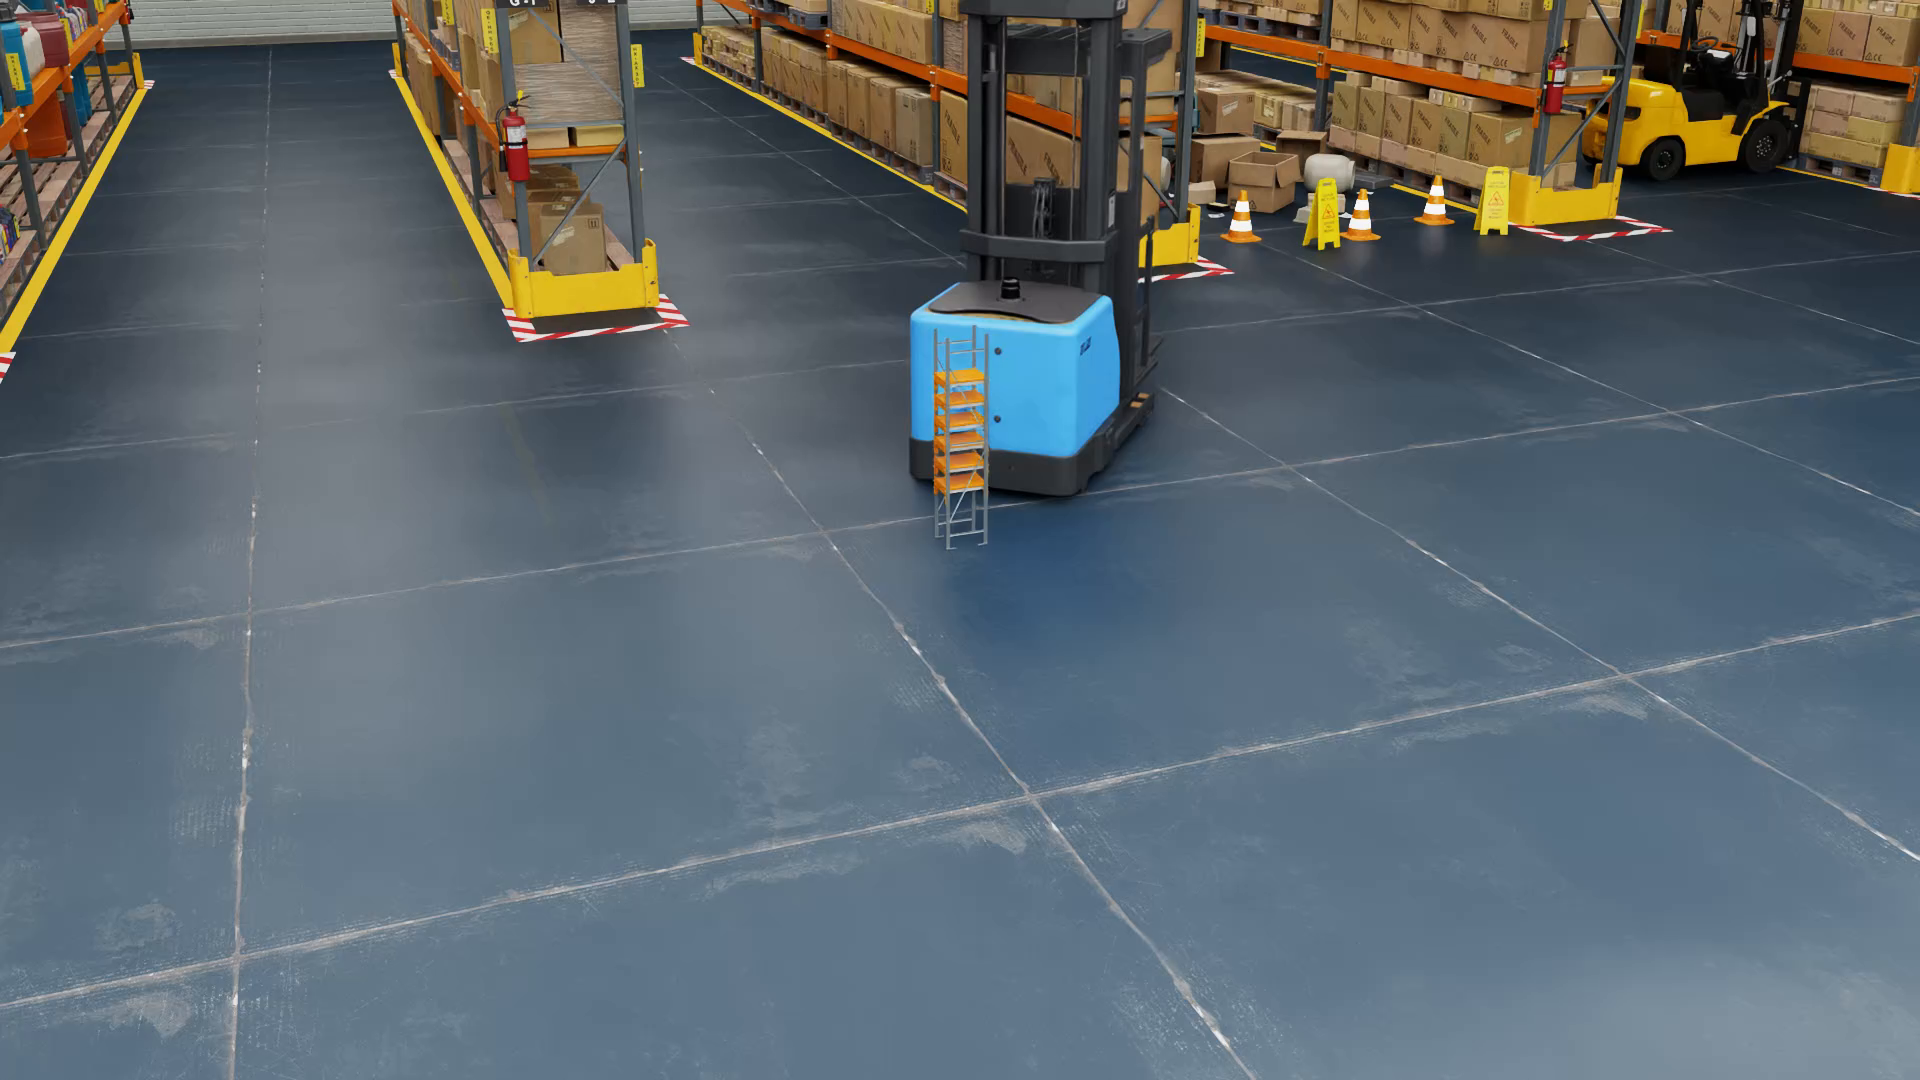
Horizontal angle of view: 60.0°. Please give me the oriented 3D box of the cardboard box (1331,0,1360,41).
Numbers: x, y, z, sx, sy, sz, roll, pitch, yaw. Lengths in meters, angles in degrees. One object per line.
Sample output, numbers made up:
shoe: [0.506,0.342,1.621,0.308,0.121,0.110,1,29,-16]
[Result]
cardboard box: [4.675,-6.090,19.326,0.500,0.500,0.500,-8,24,-19]

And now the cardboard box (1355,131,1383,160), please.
cardboard box: [4.935,-4.588,19.272,0.500,0.250,0.500,-7,24,-16]

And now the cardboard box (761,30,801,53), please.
cardboard box: [-2.627,-7.378,24.606,0.500,0.250,0.500,-9,25,-21]

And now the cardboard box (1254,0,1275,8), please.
cardboard box: [4.050,-6.986,20.912,0.500,0.500,0.500,-7,24,-17]

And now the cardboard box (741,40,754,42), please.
cardboard box: [-3.251,-7.825,26.318,0.380,0.149,0.250,-8,24,-17]

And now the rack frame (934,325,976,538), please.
rack frame: [-0.027,-0.581,9.083,0.240,1.200,0.006,-8,24,-19]

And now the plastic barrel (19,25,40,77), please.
plastic barrel: [-9.825,-5.073,17.281,0.421,0.512,0.421,0,23,0]

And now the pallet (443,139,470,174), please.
pallet: [-5.629,-4.630,19.963,1.003,0.211,1.213,-8,24,-19]

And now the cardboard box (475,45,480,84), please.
cardboard box: [-3.975,-4.402,15.321,0.875,0.500,0.500,-8,24,-19]

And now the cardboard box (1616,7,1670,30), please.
cardboard box: [9.000,-6.866,21.870,0.500,0.250,0.500,-8,24,-18]

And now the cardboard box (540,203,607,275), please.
cardboard box: [-3.282,-2.563,14.146,0.500,0.500,0.500,-4,23,-9]

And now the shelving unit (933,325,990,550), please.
shelving unit: [0.005,-0.548,9.004,0.258,1.200,0.189,-8,24,-19]

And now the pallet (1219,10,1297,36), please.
pallet: [4.105,-6.756,21.665,1.003,0.211,1.213,-8,24,-19]

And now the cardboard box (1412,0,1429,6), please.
cardboard box: [5.314,-6.008,17.843,0.700,0.500,0.500,-9,24,-19]

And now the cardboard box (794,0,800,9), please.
cardboard box: [-2.009,-7.220,22.302,0.380,0.149,0.250,-8,24,-18]

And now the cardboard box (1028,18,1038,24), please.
cardboard box: [1.152,-5.052,15.791,0.875,0.550,0.550,-8,24,-19]

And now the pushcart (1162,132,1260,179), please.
pushcart: [2.665,-4.566,19.597,1.648,0.377,0.936,-18,29,-37]

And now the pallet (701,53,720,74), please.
pallet: [-3.773,-8.137,28.284,1.003,0.211,1.213,-8,24,-19]

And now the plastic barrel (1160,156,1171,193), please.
plastic barrel: [2.021,-4.000,18.196,0.512,0.421,0.421,8,24,18]

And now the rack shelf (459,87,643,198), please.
rack shelf: [-3.784,-3.687,15.062,1.077,0.370,4.000,-8,24,-19]

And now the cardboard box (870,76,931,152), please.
cardboard box: [-0.455,-5.110,19.868,1.050,0.750,0.750,-8,24,-19]

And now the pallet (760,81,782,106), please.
pallet: [-2.364,-6.728,24.942,1.003,0.211,1.213,-8,24,-19]

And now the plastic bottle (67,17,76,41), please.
plastic bottle: [-10.948,-6.293,20.469,0.061,0.283,0.133,-8,24,-19]

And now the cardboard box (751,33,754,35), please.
cardboard box: [-3.216,-8.266,27.364,0.380,0.149,0.250,-9,25,-21]

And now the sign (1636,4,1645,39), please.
sign: [6.701,-5.125,16.433,0.100,0.325,0.005,-8,24,-19]

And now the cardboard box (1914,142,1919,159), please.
cardboard box: [10.845,-4.466,18.983,0.500,0.250,0.500,-8,24,-19]

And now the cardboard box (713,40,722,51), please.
cardboard box: [-3.907,-8.249,27.705,0.380,0.149,0.250,-8,24,-17]

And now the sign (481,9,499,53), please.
sign: [-3.604,-3.902,12.749,0.100,0.325,0.005,-8,24,-19]

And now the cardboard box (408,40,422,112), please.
cardboard box: [-6.755,-6.312,22.559,1.225,0.875,0.875,-9,25,-21]

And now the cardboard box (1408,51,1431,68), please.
cardboard box: [5.150,-5.277,18.232,0.380,0.149,0.250,-8,24,-19]

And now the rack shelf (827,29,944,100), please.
rack shelf: [-0.521,-5.784,20.038,1.077,0.370,4.000,-8,24,-19]

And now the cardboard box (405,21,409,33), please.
cardboard box: [-8.429,-8.098,26.797,0.875,0.875,0.875,-8,24,-19]

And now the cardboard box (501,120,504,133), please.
cardboard box: [-3.669,-3.519,14.061,0.380,0.149,0.250,-8,24,-19]

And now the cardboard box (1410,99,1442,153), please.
cardboard box: [5.307,-4.553,18.223,0.500,0.500,0.500,-9,24,-20]

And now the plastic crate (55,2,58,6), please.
plastic crate: [-12.847,-7.470,23.374,0.293,0.136,0.466,-8,24,-19]

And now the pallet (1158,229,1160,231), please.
pallet: [1.243,-2.931,15.931,1.003,0.211,1.213,-8,24,-19]

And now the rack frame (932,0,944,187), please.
rack frame: [0.185,-5.389,18.174,1.000,3.000,0.127,-8,24,-19]

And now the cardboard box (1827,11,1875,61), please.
cardboard box: [10.242,-5.713,18.813,0.500,0.500,0.500,-8,24,-17]

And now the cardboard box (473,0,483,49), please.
cardboard box: [-3.859,-4.465,14.182,0.500,0.500,0.500,-8,24,-19]

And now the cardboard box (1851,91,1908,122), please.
cardboard box: [10.381,-4.846,18.597,0.500,0.250,0.500,-8,24,-17]

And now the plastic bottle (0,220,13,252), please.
plastic bottle: [-8.463,-2.699,14.723,0.061,0.283,0.133,-7,24,-15]

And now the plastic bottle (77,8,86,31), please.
plastic bottle: [-11.384,-6.742,21.535,0.061,0.283,0.133,-8,24,-19]

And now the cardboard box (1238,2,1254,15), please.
cardboard box: [3.834,-6.899,21.539,0.380,0.149,0.250,-8,24,-17]

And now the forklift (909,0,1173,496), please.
forklift: [0.674,-2.149,10.576,1.130,2.935,3.031,8,24,18]

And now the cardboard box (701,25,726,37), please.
cardboard box: [-4.187,-8.666,28.314,0.380,0.149,0.250,-10,25,-21]

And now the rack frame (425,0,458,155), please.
rack frame: [-5.904,-6.199,20.095,1.000,3.000,0.127,-8,24,-19]

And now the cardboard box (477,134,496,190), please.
cardboard box: [-4.687,-4.022,17.583,0.700,0.500,0.500,-10,25,-23]

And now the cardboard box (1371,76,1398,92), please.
cardboard box: [4.908,-5.184,18.887,0.380,0.149,0.250,-7,24,-17]

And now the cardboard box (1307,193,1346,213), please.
cardboard box: [3.841,-3.537,17.450,0.380,0.149,0.250,4,23,9]

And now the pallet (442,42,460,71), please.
pallet: [-5.166,-5.397,18.439,1.003,0.211,1.213,-8,24,-19]

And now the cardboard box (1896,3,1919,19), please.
cardboard box: [10.451,-5.767,18.106,0.380,0.149,0.250,-8,24,-18]

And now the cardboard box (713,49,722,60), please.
cardboard box: [-3.917,-8.114,27.769,0.380,0.149,0.250,-8,24,-18]
